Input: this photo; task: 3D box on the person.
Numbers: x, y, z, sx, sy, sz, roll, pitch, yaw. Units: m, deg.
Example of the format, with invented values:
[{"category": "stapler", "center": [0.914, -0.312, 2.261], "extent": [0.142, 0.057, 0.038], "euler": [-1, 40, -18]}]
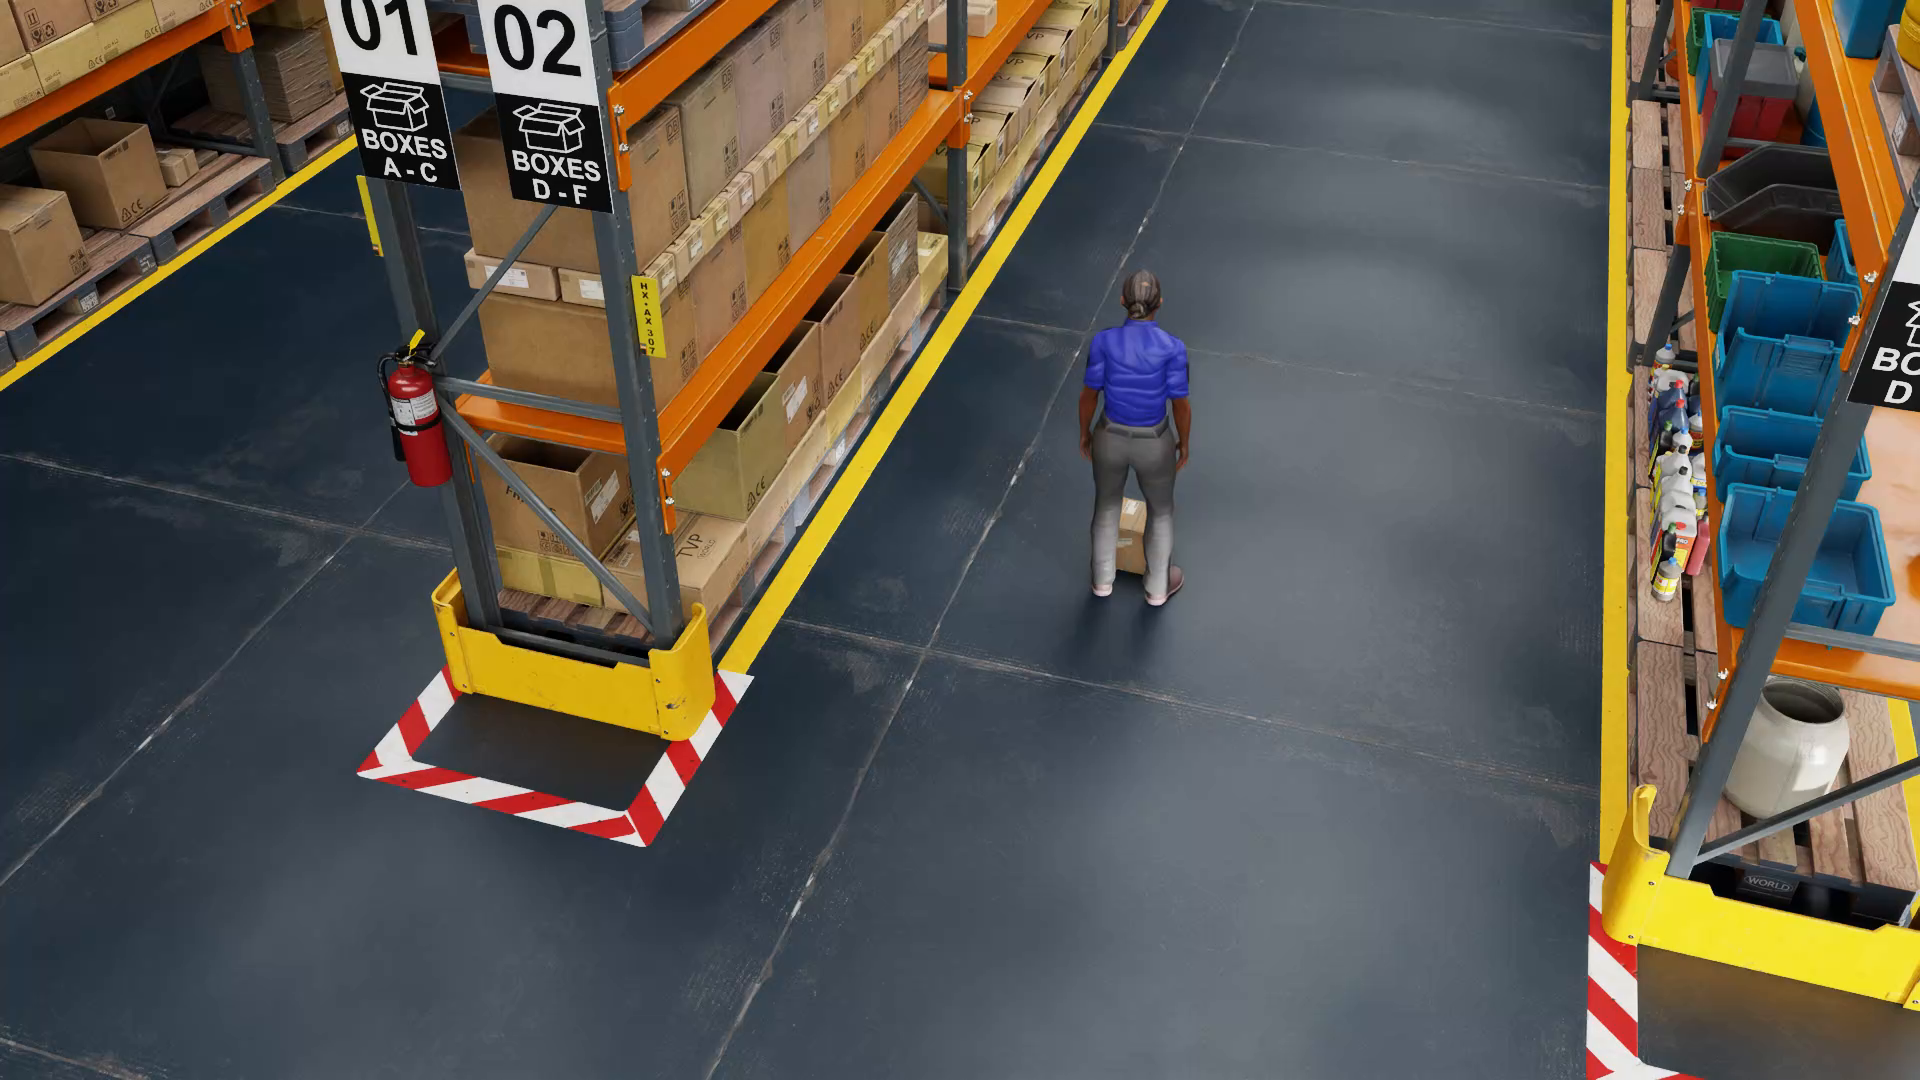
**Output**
[{"category": "person", "center": [0.793, -0.439, 7.470], "extent": [0.532, 1.656, 0.346], "euler": [9, 38, 11]}]
